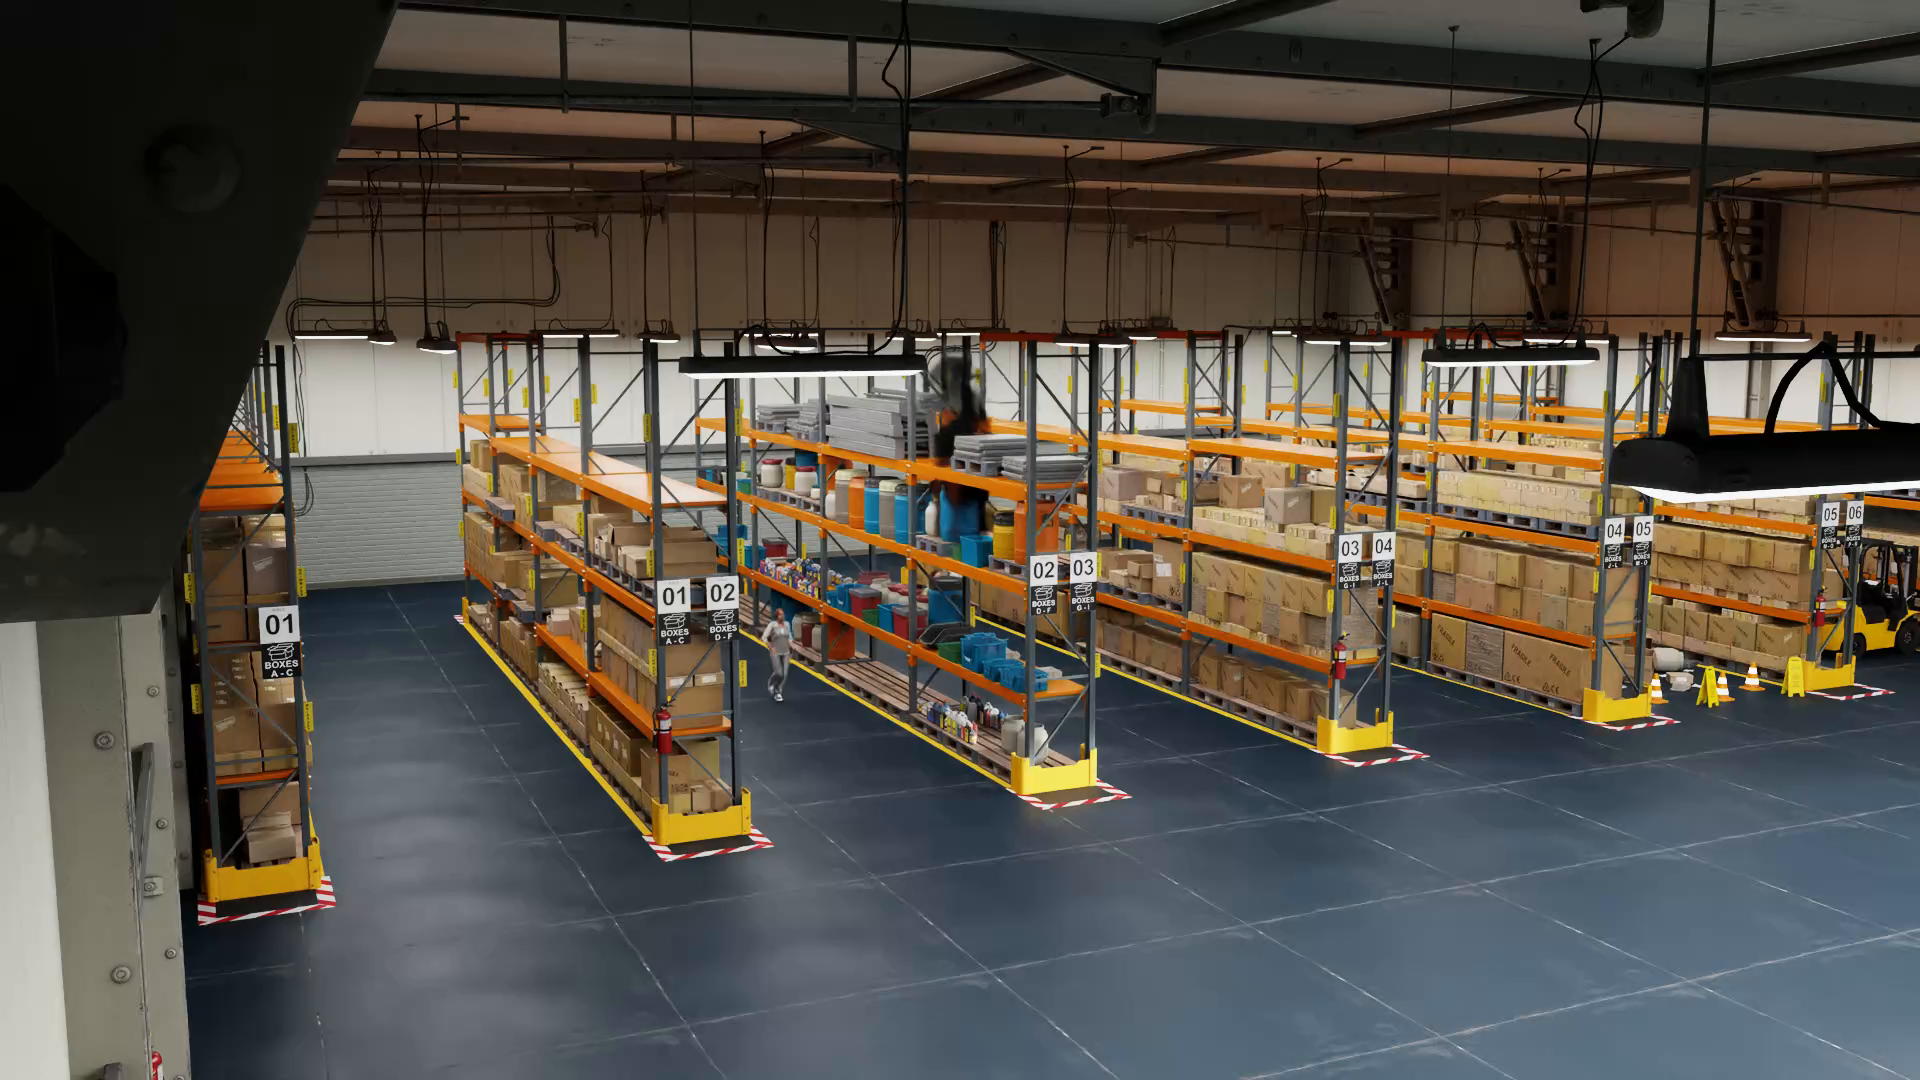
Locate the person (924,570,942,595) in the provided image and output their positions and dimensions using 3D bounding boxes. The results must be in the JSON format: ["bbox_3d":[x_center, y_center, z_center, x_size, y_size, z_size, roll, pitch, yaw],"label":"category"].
[{"bbox_3d":[-0.414,1.409,30.993,0.580,1.536,0.553,-4,9,-30],"label":"person"}]

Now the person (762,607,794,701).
[{"bbox_3d":[-2.968,1.881,27.355,0.516,1.554,0.529,-5,9,-30],"label":"person"}]

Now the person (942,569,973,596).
[{"bbox_3d":[-0.049,1.046,32.979,0.661,1.730,0.585,-2,8,-18],"label":"person"}]
